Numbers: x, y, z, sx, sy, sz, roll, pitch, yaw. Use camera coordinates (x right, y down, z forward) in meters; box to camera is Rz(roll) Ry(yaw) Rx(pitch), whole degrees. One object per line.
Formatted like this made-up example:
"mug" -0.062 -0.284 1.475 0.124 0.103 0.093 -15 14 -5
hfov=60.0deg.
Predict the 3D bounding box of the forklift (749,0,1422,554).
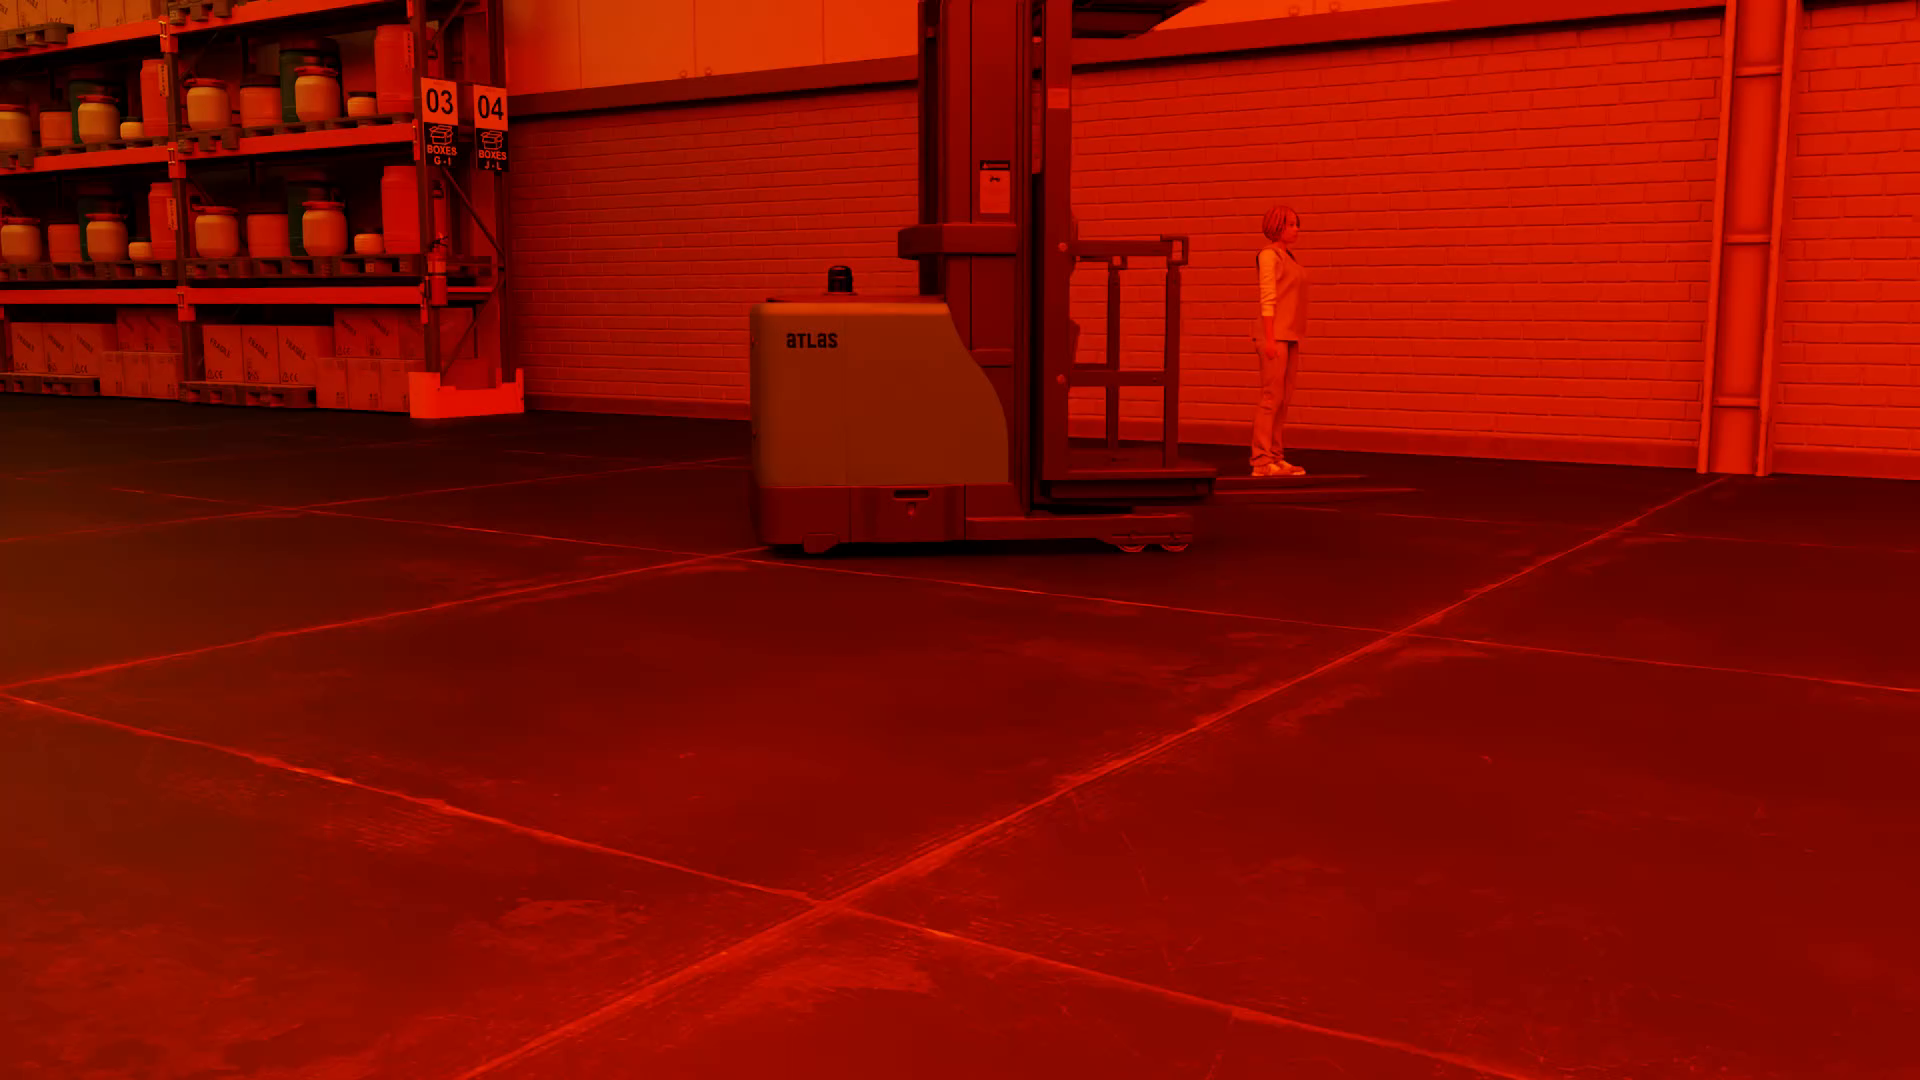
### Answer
"forklift" 0.570 -1.467 7.512 3.031 2.935 1.130 -1 8 -9

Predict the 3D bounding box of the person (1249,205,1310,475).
"person" 1.890 -1.163 9.822 0.313 1.604 0.411 4 9 29
